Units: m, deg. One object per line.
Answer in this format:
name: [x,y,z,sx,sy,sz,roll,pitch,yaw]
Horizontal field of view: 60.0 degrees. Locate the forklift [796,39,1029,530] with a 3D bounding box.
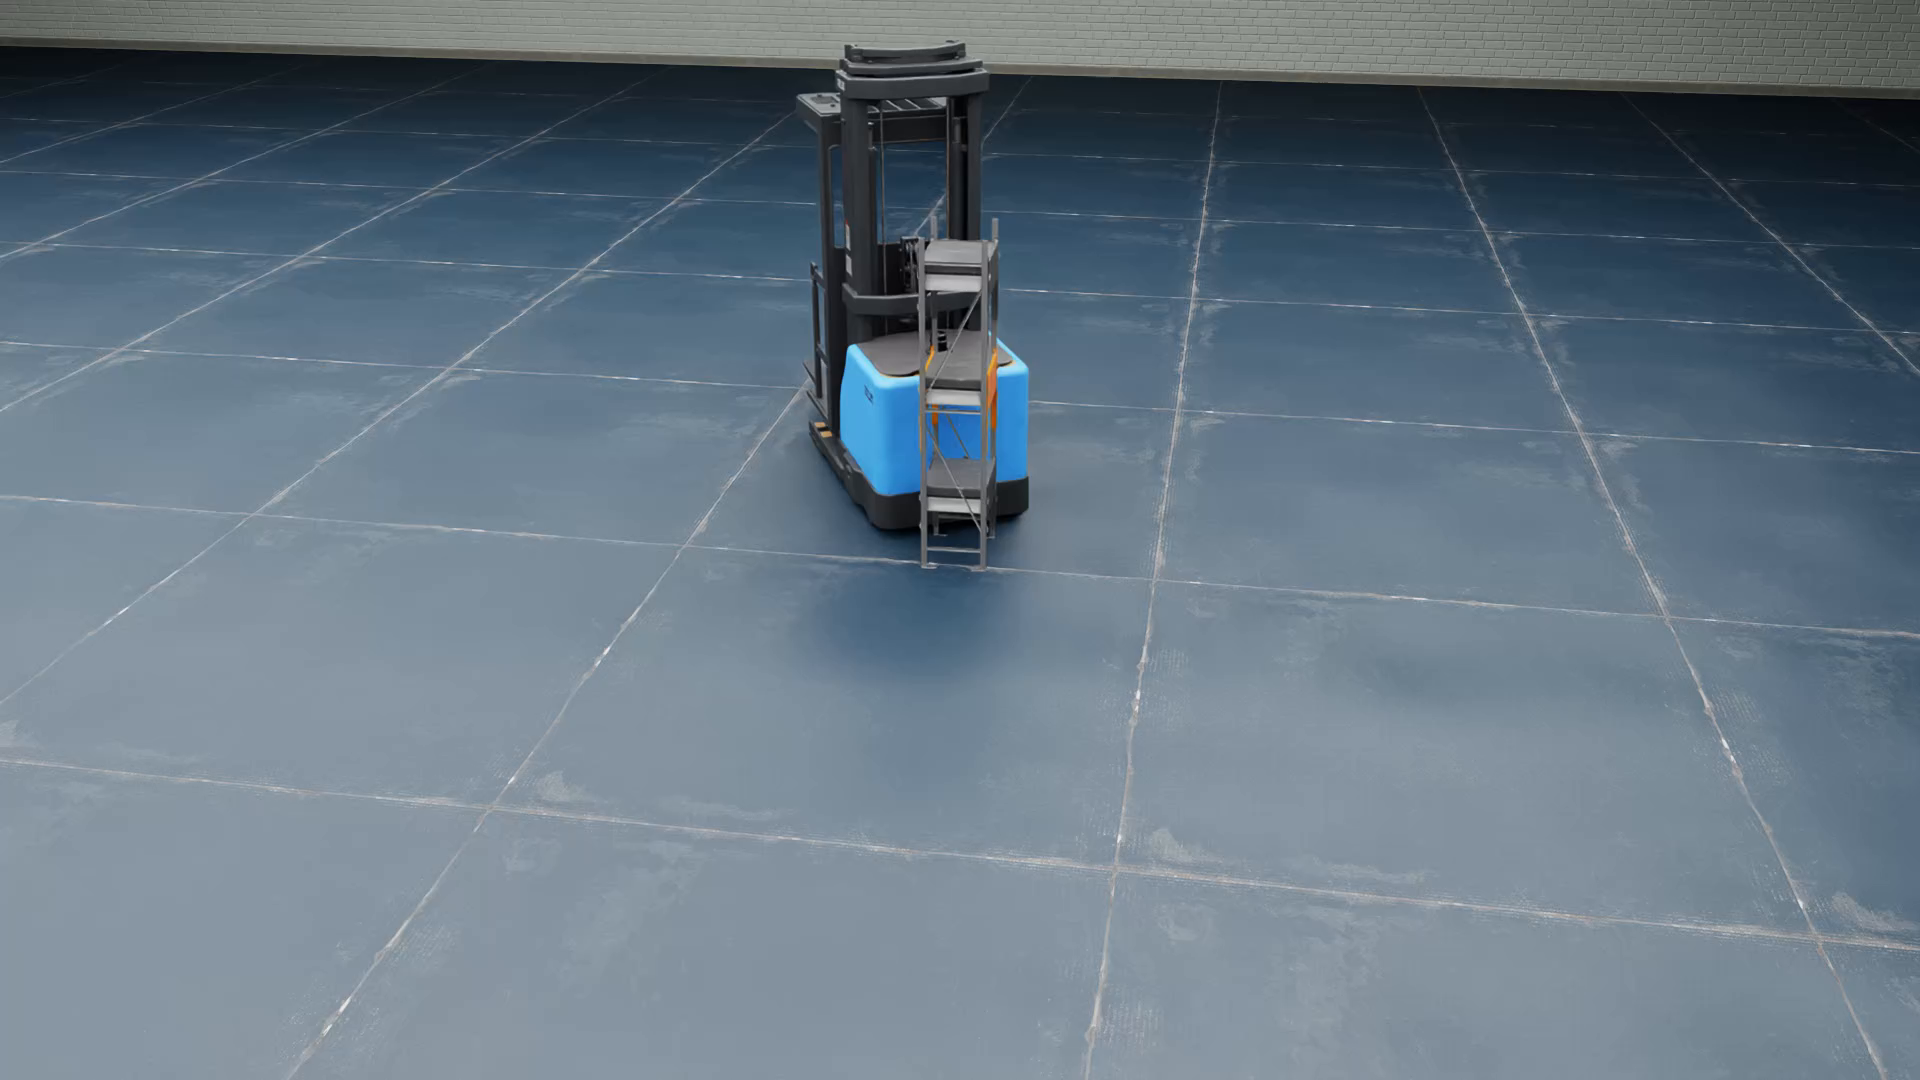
forklift: [-0.474,-1.996,11.557,1.130,2.935,3.031,-8,26,-16]

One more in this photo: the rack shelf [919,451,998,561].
rack shelf: [-0.006,-0.216,10.418,0.431,0.518,0.480,3,25,7]

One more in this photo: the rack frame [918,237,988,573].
rack frame: [-0.040,-0.760,9.897,0.400,2.100,0.015,3,25,7]

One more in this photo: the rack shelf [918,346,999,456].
rack shelf: [-0.006,-0.850,10.122,0.431,0.518,0.480,3,25,7]

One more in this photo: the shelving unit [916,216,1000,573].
shelving unit: [-0.006,-0.863,10.116,0.431,2.100,0.503,3,25,7]

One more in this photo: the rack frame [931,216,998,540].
rack frame: [0.027,-0.965,10.335,0.400,2.100,0.015,3,25,7]

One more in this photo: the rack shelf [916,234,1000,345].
rack shelf: [-0.006,-1.484,9.825,0.431,0.518,0.480,3,25,7]
